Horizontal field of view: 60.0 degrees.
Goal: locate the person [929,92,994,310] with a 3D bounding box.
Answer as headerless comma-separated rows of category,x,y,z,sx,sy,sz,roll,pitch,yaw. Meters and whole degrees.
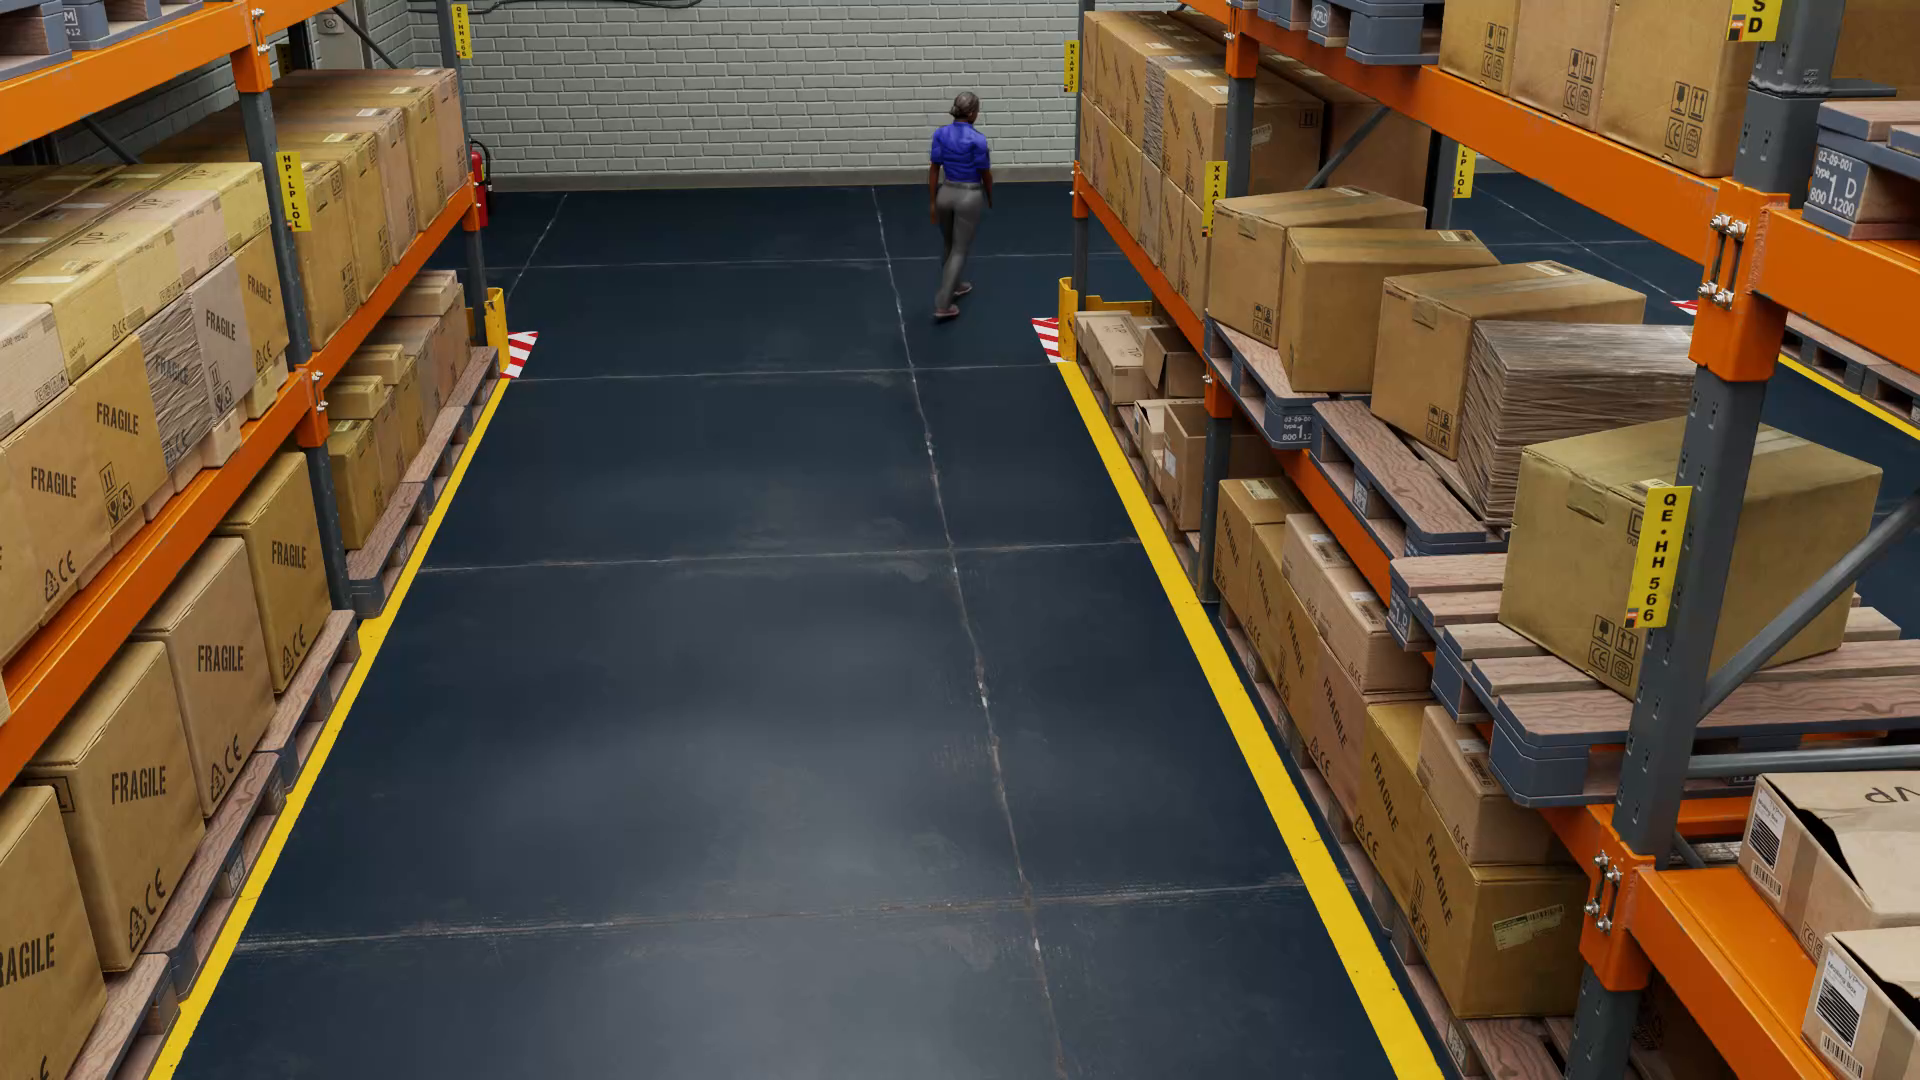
person,-0.012,-2.497,12.176,0.494,1.529,0.720,13,27,27
